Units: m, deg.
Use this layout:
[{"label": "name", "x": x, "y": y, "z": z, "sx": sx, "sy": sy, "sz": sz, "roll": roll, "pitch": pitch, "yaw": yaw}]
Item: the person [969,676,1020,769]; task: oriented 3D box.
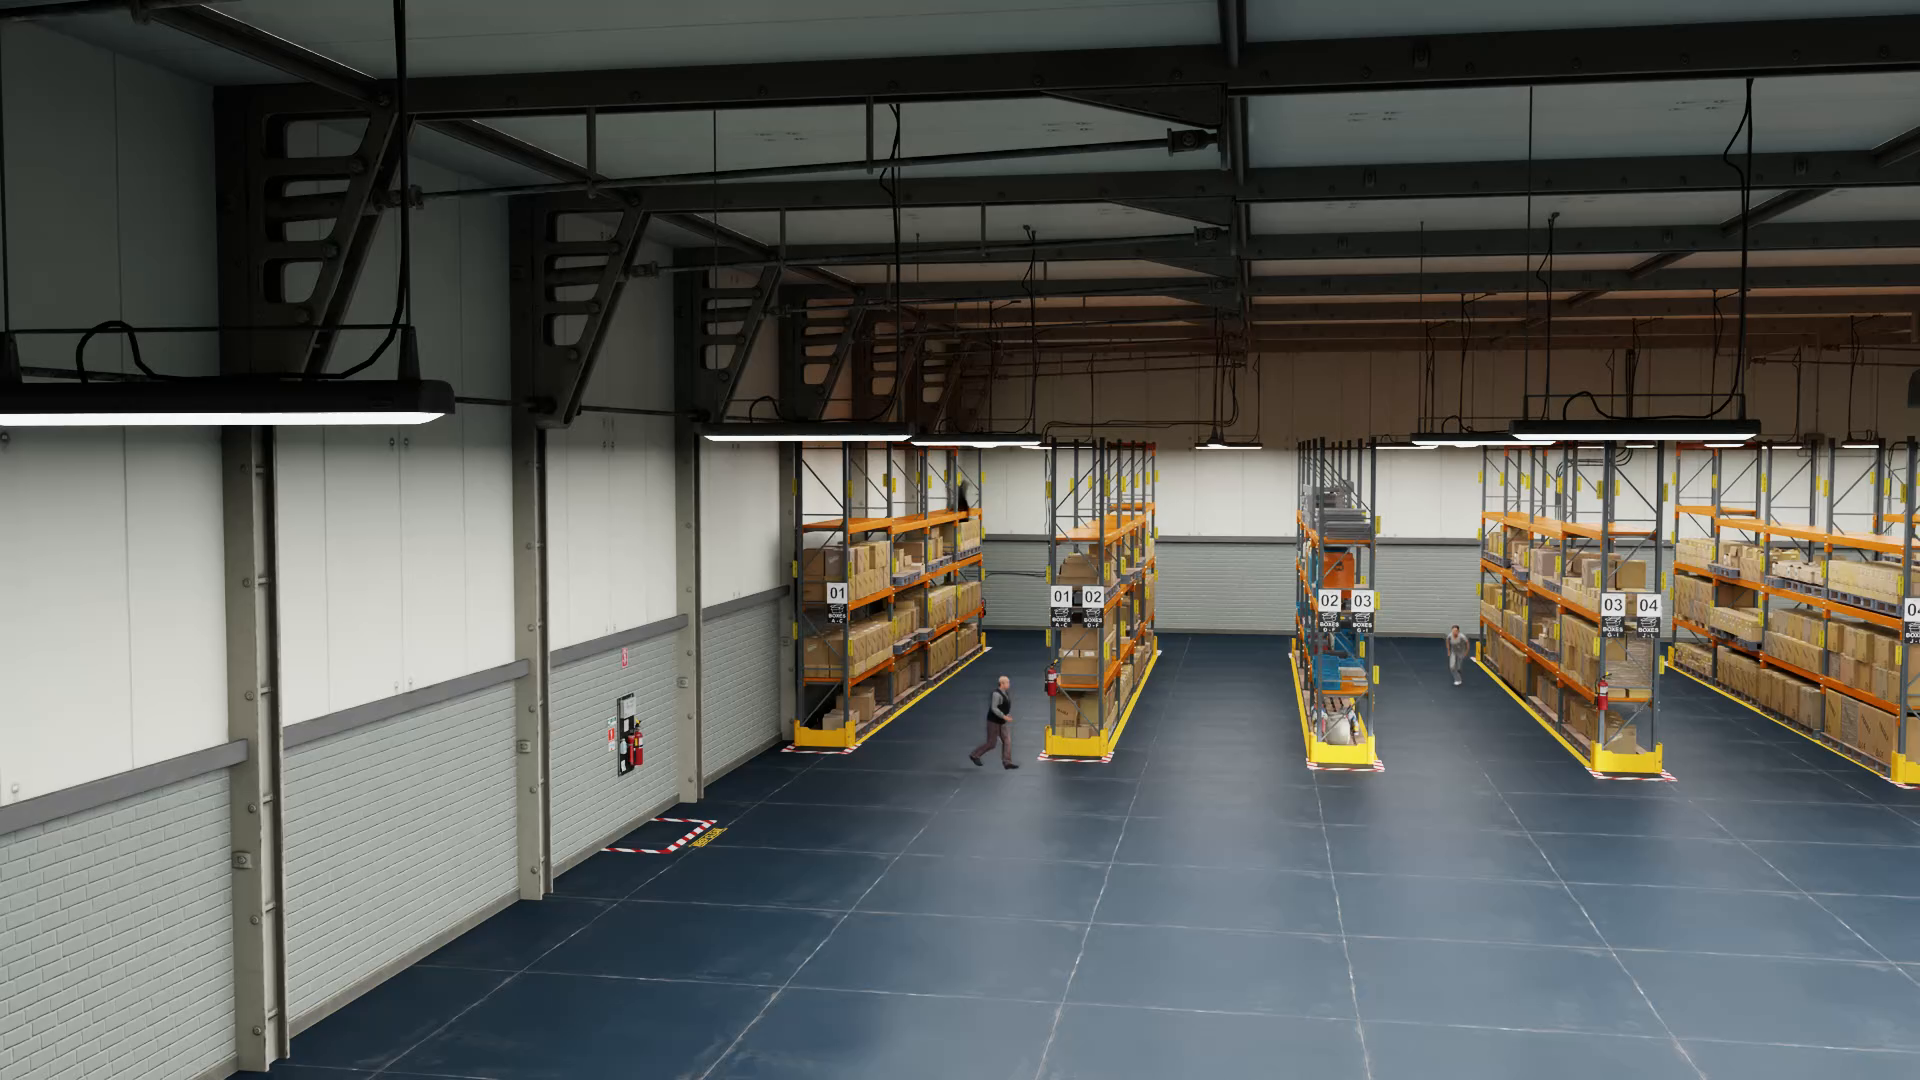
[{"label": "person", "x": 0.624, "y": 3.288, "z": 29.913, "sx": 0.948, "sy": 1.687, "sz": 0.618, "roll": 2, "pitch": 3, "yaw": 27}]

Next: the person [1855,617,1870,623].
[{"label": "person", "x": 24.576, "y": 2.501, "z": 45.083, "sx": 0.782, "sy": 1.702, "sz": 0.707, "roll": 1, "pitch": 3, "yaw": 17}]

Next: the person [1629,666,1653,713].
[{"label": "person", "x": 14.969, "y": 2.982, "z": 36.774, "sx": 0.669, "sy": 1.589, "sz": 1.049, "roll": 1, "pitch": 3, "yaw": 20}]

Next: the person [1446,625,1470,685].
[{"label": "person", "x": 12.272, "y": 2.812, "z": 40.935, "sx": 0.569, "sy": 1.503, "sz": 0.889, "roll": 1, "pitch": 3, "yaw": 26}]

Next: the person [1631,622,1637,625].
[{"label": "person", "x": 18.379, "y": 2.475, "z": 45.397, "sx": 0.575, "sy": 1.678, "sz": 0.654, "roll": 2, "pitch": 4, "yaw": 33}]
